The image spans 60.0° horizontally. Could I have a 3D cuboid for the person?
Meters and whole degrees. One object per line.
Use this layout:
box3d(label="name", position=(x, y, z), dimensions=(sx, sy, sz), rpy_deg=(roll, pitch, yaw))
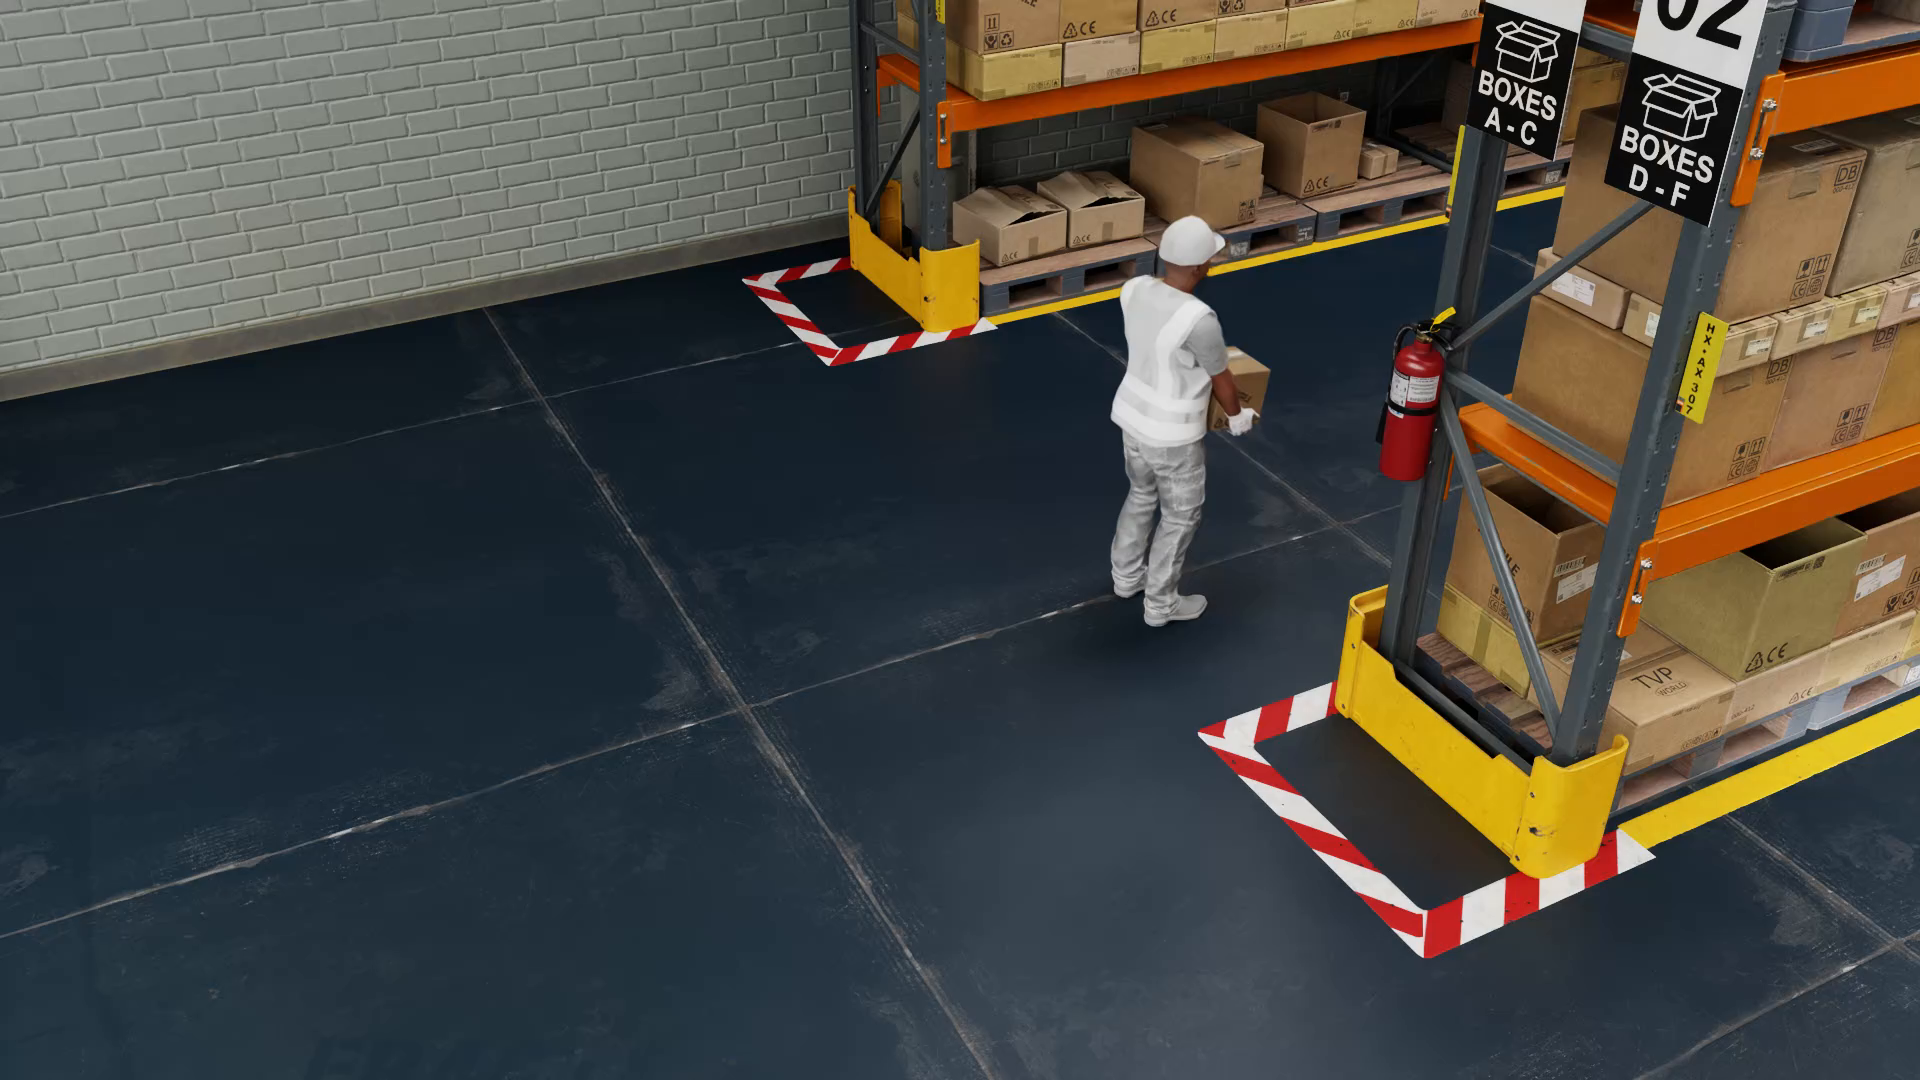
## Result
box3d(label="person", position=(0.921, -0.504, 6.909), dimensions=(0.581, 1.777, 0.492), rpy_deg=(-17, 36, -24))
